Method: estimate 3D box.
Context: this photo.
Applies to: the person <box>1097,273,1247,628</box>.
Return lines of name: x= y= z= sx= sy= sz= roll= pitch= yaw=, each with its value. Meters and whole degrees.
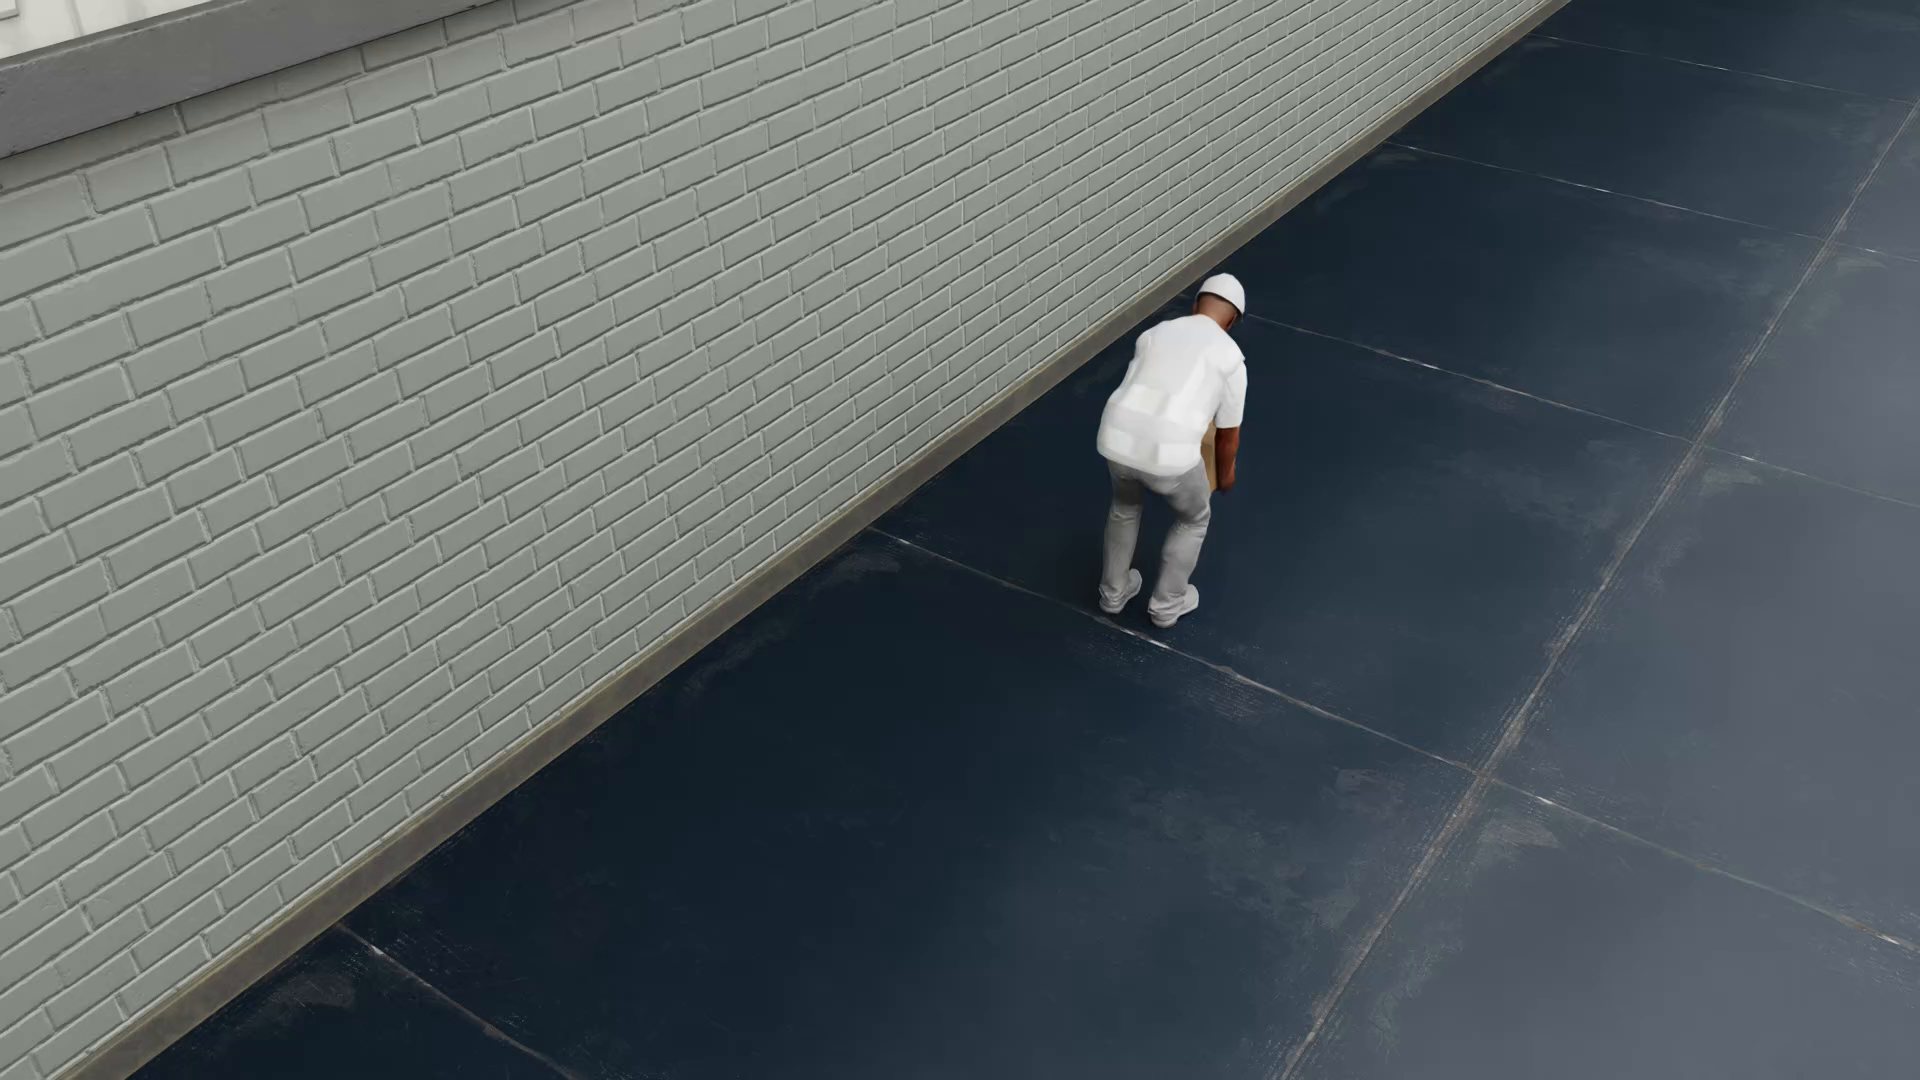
person: x=0.905 y=-0.367 z=7.001 sx=0.489 sy=1.377 sz=0.897 roll=20 pitch=39 yaw=27
